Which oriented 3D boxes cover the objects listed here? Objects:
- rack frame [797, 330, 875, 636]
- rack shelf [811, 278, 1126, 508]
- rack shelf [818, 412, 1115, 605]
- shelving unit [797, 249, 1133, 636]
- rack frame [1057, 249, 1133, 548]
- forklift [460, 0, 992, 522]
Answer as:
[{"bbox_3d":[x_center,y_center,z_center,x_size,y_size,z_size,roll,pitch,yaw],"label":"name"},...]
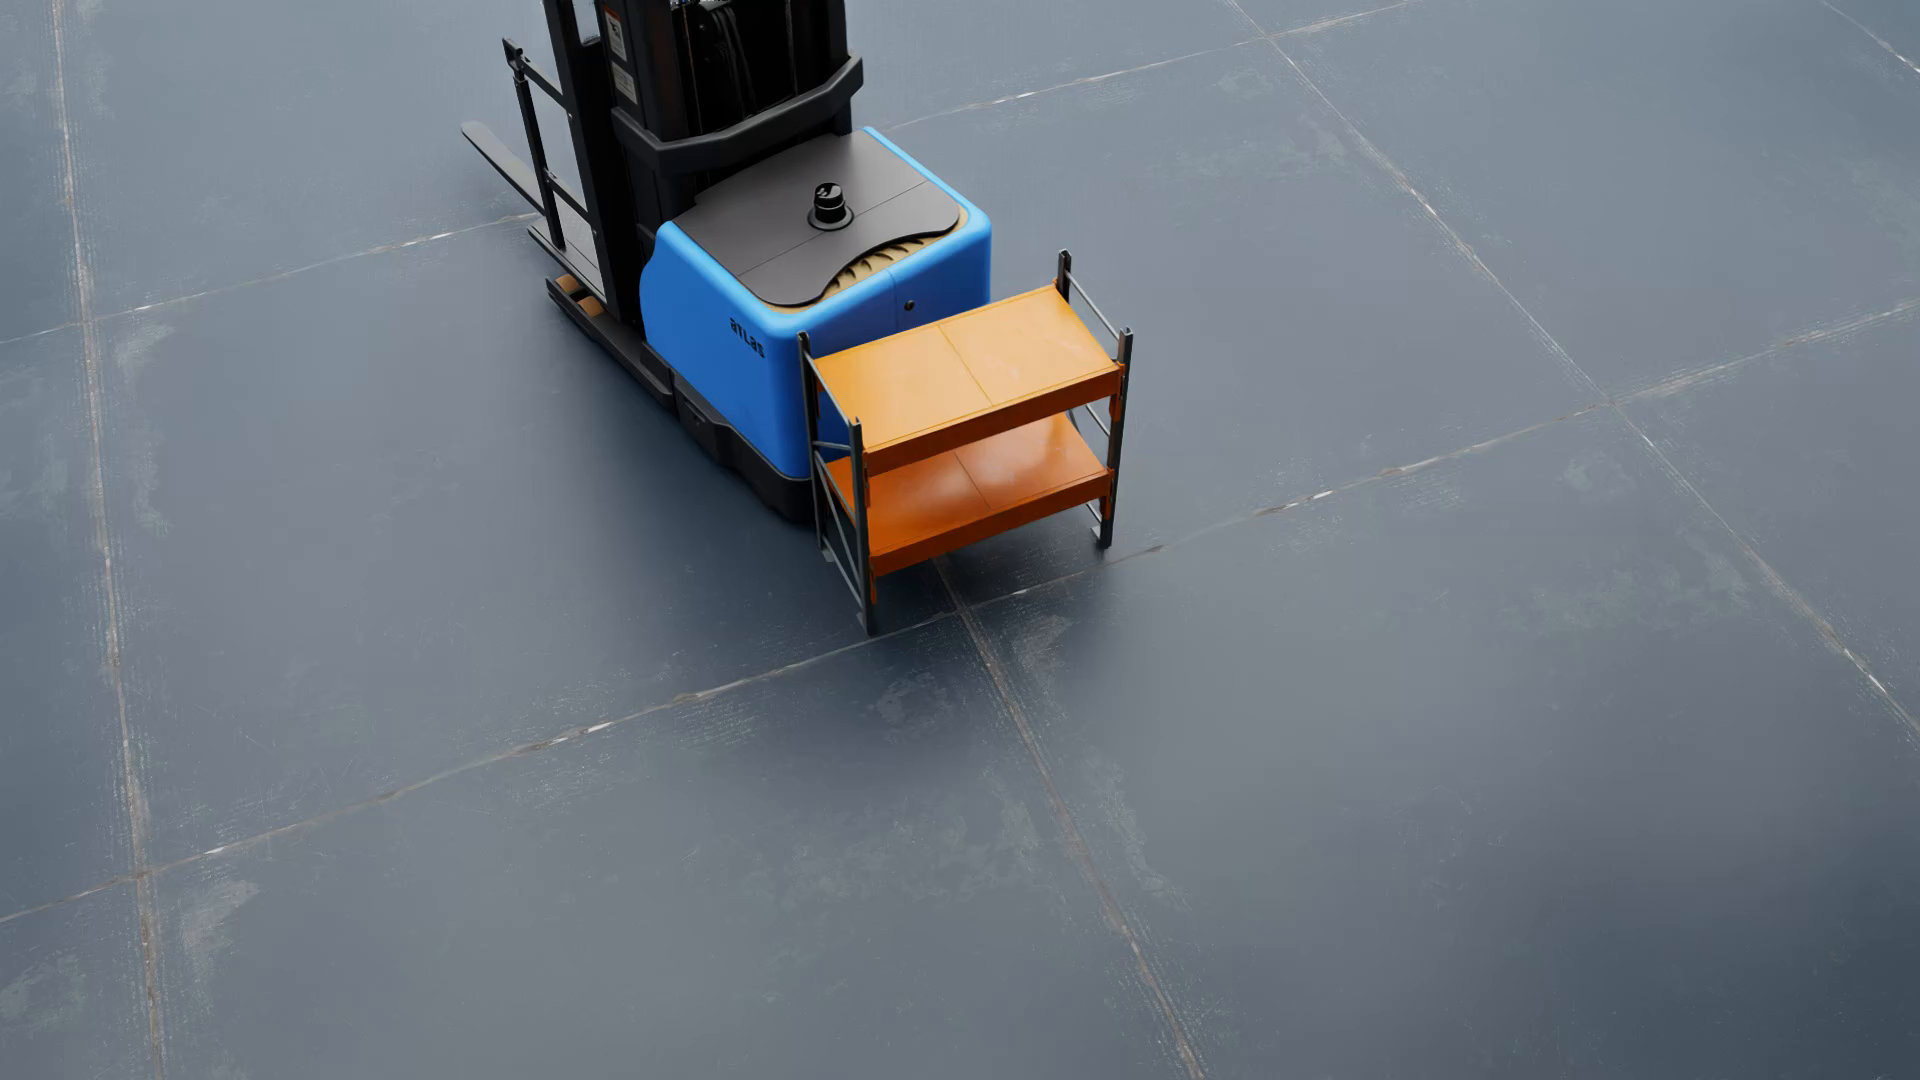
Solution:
[{"bbox_3d":[-0.442,-0.181,6.005,0.032,1.125,0.500,-20,52,-16],"label":"rack frame"},{"bbox_3d":[0.017,-0.537,5.925,1.000,0.278,0.538,-20,52,-16],"label":"rack shelf"},{"bbox_3d":[0.017,-0.187,6.332,1.000,0.278,0.538,-20,52,-16],"label":"rack shelf"},{"bbox_3d":[0.017,-0.346,6.147,1.048,1.125,0.538,-20,52,-16],"label":"shelving unit"},{"bbox_3d":[0.477,-0.511,6.288,0.032,1.125,0.500,-20,52,-16],"label":"rack frame"},{"bbox_3d":[-1.189,-2.084,6.449,1.130,2.935,3.031,-32,56,-24],"label":"forklift"}]
